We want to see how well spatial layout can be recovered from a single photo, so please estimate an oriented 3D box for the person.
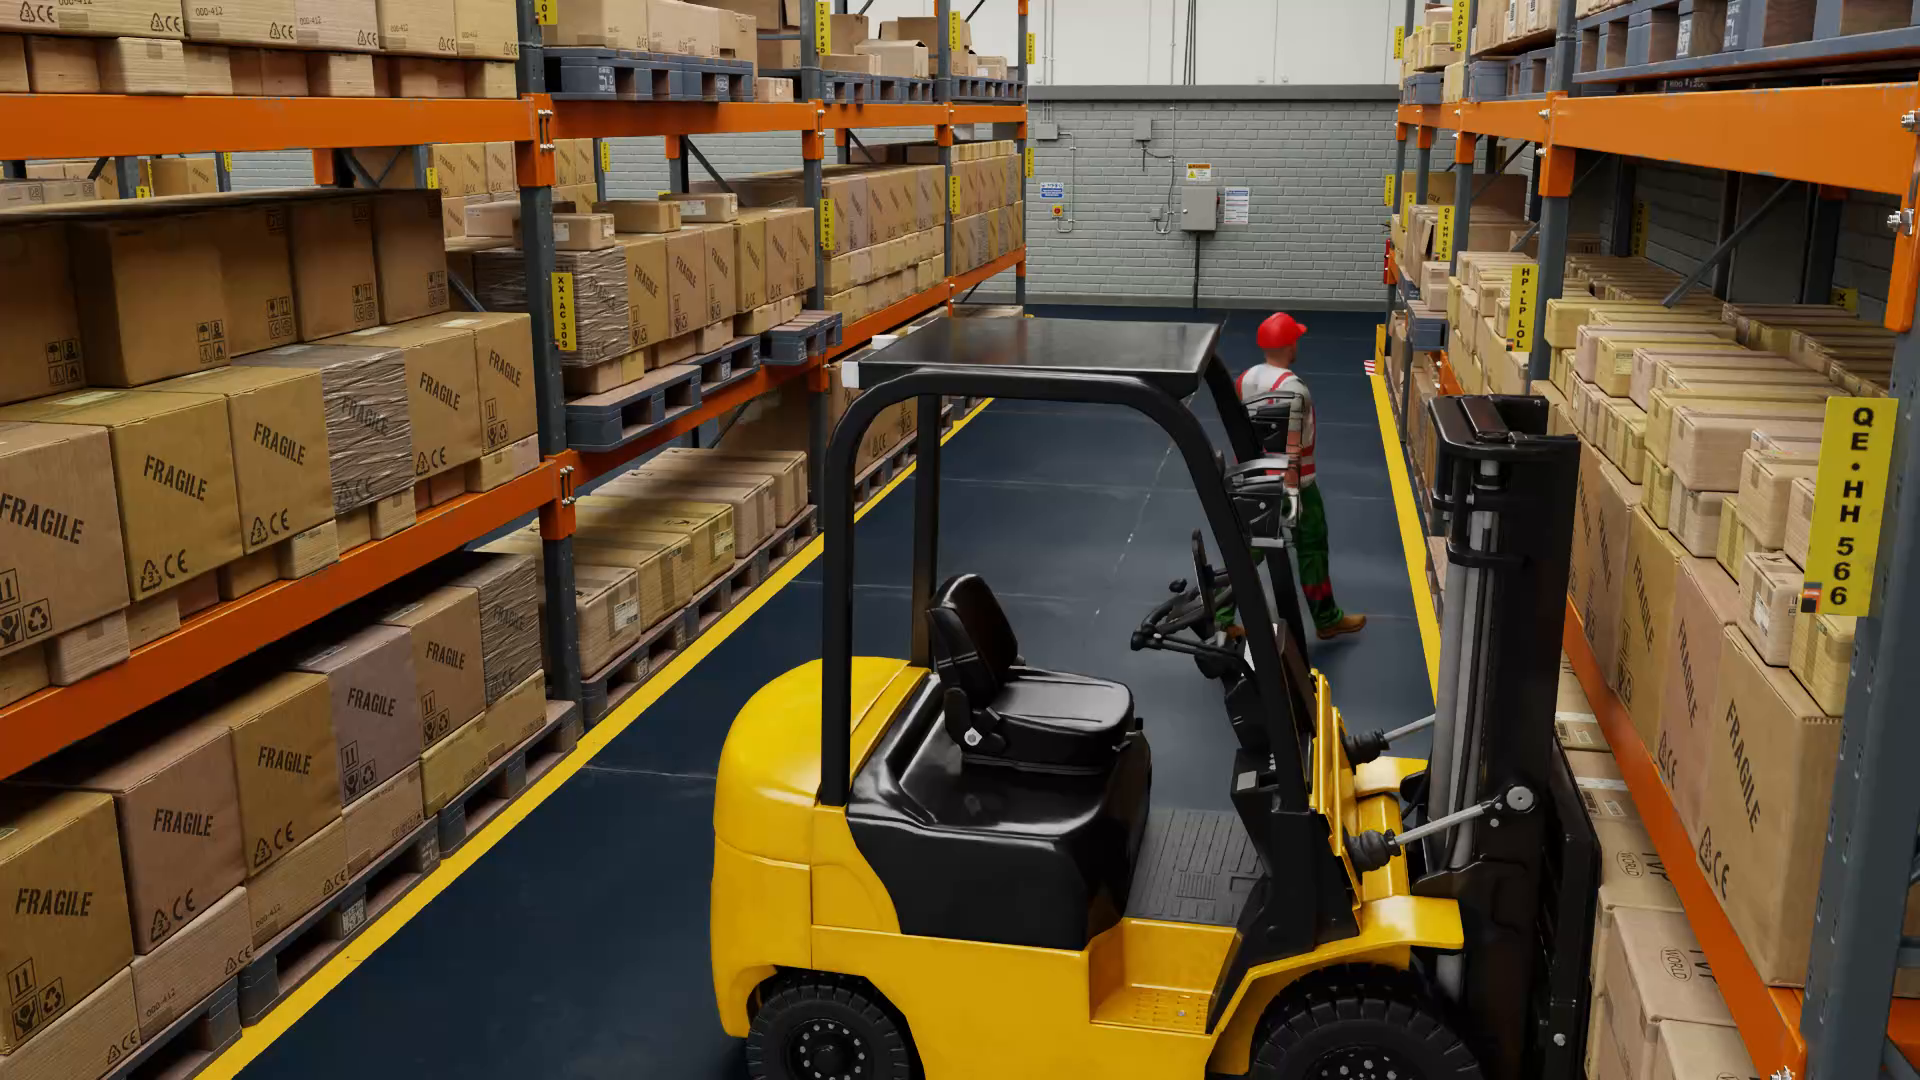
[{"bbox_3d":[1.738,-0.323,8.712,0.902,1.756,0.573,-8,17,-28],"label":"person"}]
